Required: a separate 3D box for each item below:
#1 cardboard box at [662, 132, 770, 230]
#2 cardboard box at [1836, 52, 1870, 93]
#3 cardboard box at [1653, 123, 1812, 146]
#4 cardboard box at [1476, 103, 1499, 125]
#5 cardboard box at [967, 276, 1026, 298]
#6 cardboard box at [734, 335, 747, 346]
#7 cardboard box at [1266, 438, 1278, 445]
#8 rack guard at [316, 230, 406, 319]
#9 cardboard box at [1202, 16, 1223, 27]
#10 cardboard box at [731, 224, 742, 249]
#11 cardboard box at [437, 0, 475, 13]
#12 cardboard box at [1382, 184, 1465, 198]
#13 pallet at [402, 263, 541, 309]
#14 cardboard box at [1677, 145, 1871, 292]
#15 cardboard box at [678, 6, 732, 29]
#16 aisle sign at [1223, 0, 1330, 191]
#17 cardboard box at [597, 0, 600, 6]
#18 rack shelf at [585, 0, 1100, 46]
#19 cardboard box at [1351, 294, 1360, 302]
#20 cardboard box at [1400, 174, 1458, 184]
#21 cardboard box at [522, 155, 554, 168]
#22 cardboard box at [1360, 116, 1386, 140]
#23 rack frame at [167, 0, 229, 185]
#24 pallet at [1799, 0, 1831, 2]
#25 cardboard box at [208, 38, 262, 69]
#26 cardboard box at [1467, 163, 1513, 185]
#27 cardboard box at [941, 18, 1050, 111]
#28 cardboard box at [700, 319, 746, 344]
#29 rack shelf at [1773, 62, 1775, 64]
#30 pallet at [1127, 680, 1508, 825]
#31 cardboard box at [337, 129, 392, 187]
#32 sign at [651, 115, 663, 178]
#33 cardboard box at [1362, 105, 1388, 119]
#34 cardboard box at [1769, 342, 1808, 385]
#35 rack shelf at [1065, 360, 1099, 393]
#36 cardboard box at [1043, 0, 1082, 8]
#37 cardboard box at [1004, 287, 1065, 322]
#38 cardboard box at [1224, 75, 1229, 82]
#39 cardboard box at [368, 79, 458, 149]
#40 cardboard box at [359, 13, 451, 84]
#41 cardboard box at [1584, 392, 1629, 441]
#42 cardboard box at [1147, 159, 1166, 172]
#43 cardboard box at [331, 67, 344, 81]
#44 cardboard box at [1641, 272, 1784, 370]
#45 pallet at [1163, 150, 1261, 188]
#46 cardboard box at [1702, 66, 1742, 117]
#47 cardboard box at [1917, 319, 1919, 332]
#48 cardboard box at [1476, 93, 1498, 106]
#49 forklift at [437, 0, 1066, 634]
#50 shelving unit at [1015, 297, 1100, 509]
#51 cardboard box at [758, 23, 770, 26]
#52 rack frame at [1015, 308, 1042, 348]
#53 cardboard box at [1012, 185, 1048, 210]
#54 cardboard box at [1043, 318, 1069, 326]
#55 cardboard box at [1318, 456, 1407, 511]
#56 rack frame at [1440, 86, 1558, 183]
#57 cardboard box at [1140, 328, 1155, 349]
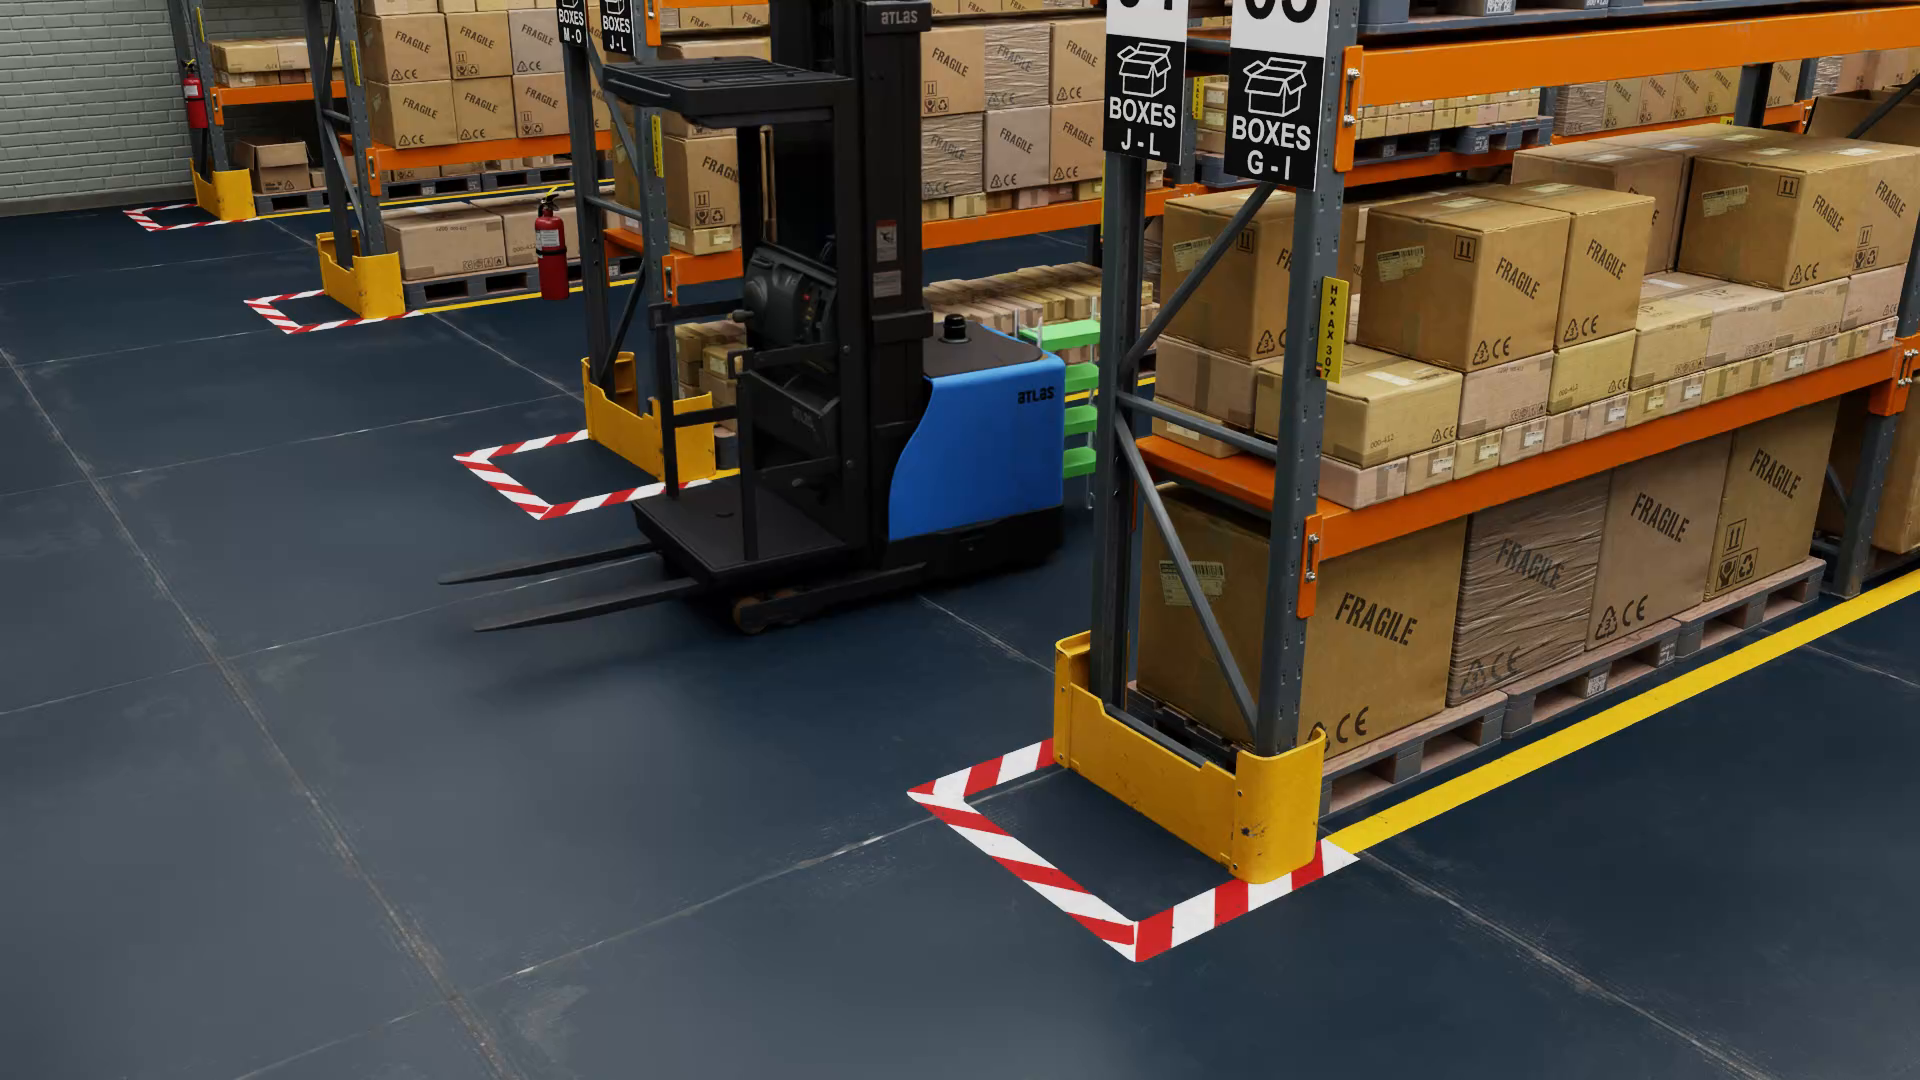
[{"bbox_3d":[-1.440,-2.101,9.578,0.500,0.500,0.500,-14,25,-30],"label":"cardboard box"},{"bbox_3d":[8.501,-4.779,16.622,0.550,0.550,0.875,-15,26,-33],"label":"cardboard box"},{"bbox_3d":[3.558,-1.644,7.759,0.500,0.500,0.500,-15,26,-33],"label":"cardboard box"},{"bbox_3d":[3.985,-3.358,13.037,0.250,0.149,0.380,-14,26,-32],"label":"cardboard box"},{"bbox_3d":[0.248,-1.729,11.658,0.250,0.149,0.380,-16,27,-34],"label":"cardboard box"},{"bbox_3d":[-1.188,-1.157,10.225,0.250,0.149,0.380,-14,26,-32],"label":"cardboard box"},{"bbox_3d":[1.156,-0.505,6.452,0.250,0.149,0.380,-15,26,-32],"label":"cardboard box"},{"bbox_3d":[-4.958,-2.204,13.744,0.348,0.500,1.175,-15,26,-33],"label":"rack guard"},{"bbox_3d":[2.475,-5.624,17.839,0.500,0.500,0.500,-13,25,-30],"label":"cardboard box"},{"bbox_3d":[-1.329,-1.825,9.761,0.250,0.149,0.380,-14,26,-31],"label":"cardboard box"},{"bbox_3d":[-4.040,-4.275,13.204,0.250,0.149,0.380,-14,26,-31],"label":"cardboard box"},{"bbox_3d":[3.723,-2.677,13.352,0.500,0.250,0.500,-14,26,-32],"label":"cardboard box"},{"bbox_3d":[-4.335,-2.271,14.303,1.213,0.211,1.003,-15,26,-33],"label":"pallet"},{"bbox_3d":[3.470,-1.384,7.106,0.500,0.500,0.500,-15,26,-32],"label":"cardboard box"},{"bbox_3d":[-2.330,-4.454,14.526,0.500,0.500,0.500,-15,26,-34],"label":"cardboard box"},{"bbox_3d":[0.966,-1.490,5.075,0.004,0.787,0.394,-15,26,-33],"label":"aisle sign"},{"bbox_3d":[-3.021,-4.570,13.942,0.250,0.149,0.380,-15,26,-33],"label":"cardboard box"},{"bbox_3d":[-0.342,-3.394,10.279,4.000,0.370,1.077,-15,26,-33],"label":"rack shelf"},{"bbox_3d":[1.913,-0.861,6.809,0.500,0.250,0.500,-16,27,-35],"label":"cardboard box"},{"bbox_3d":[3.827,-2.940,14.011,0.500,0.250,0.500,-16,27,-35],"label":"cardboard box"},{"bbox_3d":[-4.874,-4.390,19.130,0.250,0.149,0.380,-16,27,-34],"label":"cardboard box"},{"bbox_3d":[2.927,-3.078,12.334,0.250,0.149,0.380,-15,26,-34],"label":"cardboard box"},{"bbox_3d":[-7.840,-4.862,17.034,0.127,3.000,1.000,-15,26,-33],"label":"rack frame"},{"bbox_3d":[3.426,-2.432,7.016,1.213,0.211,1.003,-15,26,-33],"label":"pallet"},{"bbox_3d":[-7.622,-5.110,17.456,0.500,0.250,0.500,-14,26,-31],"label":"cardboard box"},{"bbox_3d":[5.075,-2.889,14.557,0.750,0.750,1.050,-15,26,-34],"label":"cardboard box"},{"bbox_3d":[0.217,-3.014,10.517,0.500,0.500,0.500,-14,26,-31],"label":"cardboard box"},{"bbox_3d":[-1.446,-1.278,10.528,0.250,0.149,0.380,-14,26,-32],"label":"cardboard box"},{"bbox_3d":[5.720,-2.746,8.654,4.000,0.370,1.077,-15,26,-33],"label":"rack shelf"},{"bbox_3d":[1.452,0.710,6.832,1.213,0.211,1.003,-15,26,-33],"label":"pallet"},{"bbox_3d":[-6.572,-4.173,18.114,0.500,0.500,0.700,-14,26,-31],"label":"cardboard box"},{"bbox_3d":[-1.649,-2.141,9.047,0.005,0.325,0.100,-15,26,-33],"label":"sign"},{"bbox_3d":[2.932,-3.217,12.282,0.250,0.149,0.380,-15,26,-34],"label":"cardboard box"},{"bbox_3d":[3.414,-0.806,7.208,0.250,0.149,0.380,-14,26,-32],"label":"cardboard box"},{"bbox_3d":[0.566,-0.827,8.875,0.480,0.148,0.258,-12,25,-28],"label":"rack shelf"},{"bbox_3d":[0.877,-5.308,16.667,0.500,0.500,0.500,-14,26,-32],"label":"cardboard box"},{"bbox_3d":[0.506,-1.604,11.346,0.250,0.149,0.380,-14,26,-31],"label":"cardboard box"},{"bbox_3d":[1.922,-3.382,12.295,0.250,0.149,0.380,-16,27,-35],"label":"cardboard box"},{"bbox_3d":[-4.381,-3.434,13.319,0.500,0.500,0.500,-15,26,-33],"label":"cardboard box"},{"bbox_3d":[-4.383,-3.899,13.135,0.500,0.500,0.500,-16,27,-34],"label":"cardboard box"},{"bbox_3d":[2.372,-0.528,6.512,0.250,0.149,0.380,-15,26,-33],"label":"cardboard box"},{"bbox_3d":[1.054,-2.763,11.237,0.500,0.500,0.500,-15,26,-33],"label":"cardboard box"},{"bbox_3d":[-6.588,-4.966,17.633,0.250,0.149,0.380,-14,26,-32],"label":"cardboard box"},{"bbox_3d":[3.058,-0.925,6.968,0.500,0.250,0.500,-14,26,-32],"label":"cardboard box"},{"bbox_3d":[1.987,-2.801,12.127,1.213,0.211,1.003,-15,26,-33],"label":"pallet"},{"bbox_3d":[6.687,-4.134,15.074,0.500,0.500,0.500,-15,26,-32],"label":"cardboard box"},{"bbox_3d":[4.615,-1.325,8.034,0.500,0.500,0.500,-15,26,-33],"label":"cardboard box"},{"bbox_3d":[3.965,-3.491,12.967,0.250,0.149,0.380,-14,26,-32],"label":"cardboard box"},{"bbox_3d":[-0.989,-1.146,7.813,3.031,2.935,1.130,-12,25,-28],"label":"forklift"},{"bbox_3d":[0.566,-0.663,8.940,0.503,1.200,0.258,-12,25,-28],"label":"shelving unit"},{"bbox_3d":[-0.911,-2.950,10.357,0.500,0.500,0.500,-13,25,-30],"label":"cardboard box"},{"bbox_3d":[0.355,-0.618,8.825,0.015,1.200,0.240,-12,25,-28],"label":"rack frame"},{"bbox_3d":[0.362,-2.275,10.888,0.250,0.149,0.380,-16,27,-35],"label":"cardboard box"},{"bbox_3d":[0.531,-1.463,11.394,0.250,0.149,0.380,-15,26,-32],"label":"cardboard box"},{"bbox_3d":[1.330,-0.249,5.812,0.250,0.149,0.380,-15,26,-32],"label":"cardboard box"},{"bbox_3d":[4.528,-3.634,13.956,0.127,3.000,1.000,-15,26,-33],"label":"rack frame"},{"bbox_3d":[1.162,-1.452,11.767,0.250,0.149,0.380,-15,26,-32],"label":"cardboard box"}]
